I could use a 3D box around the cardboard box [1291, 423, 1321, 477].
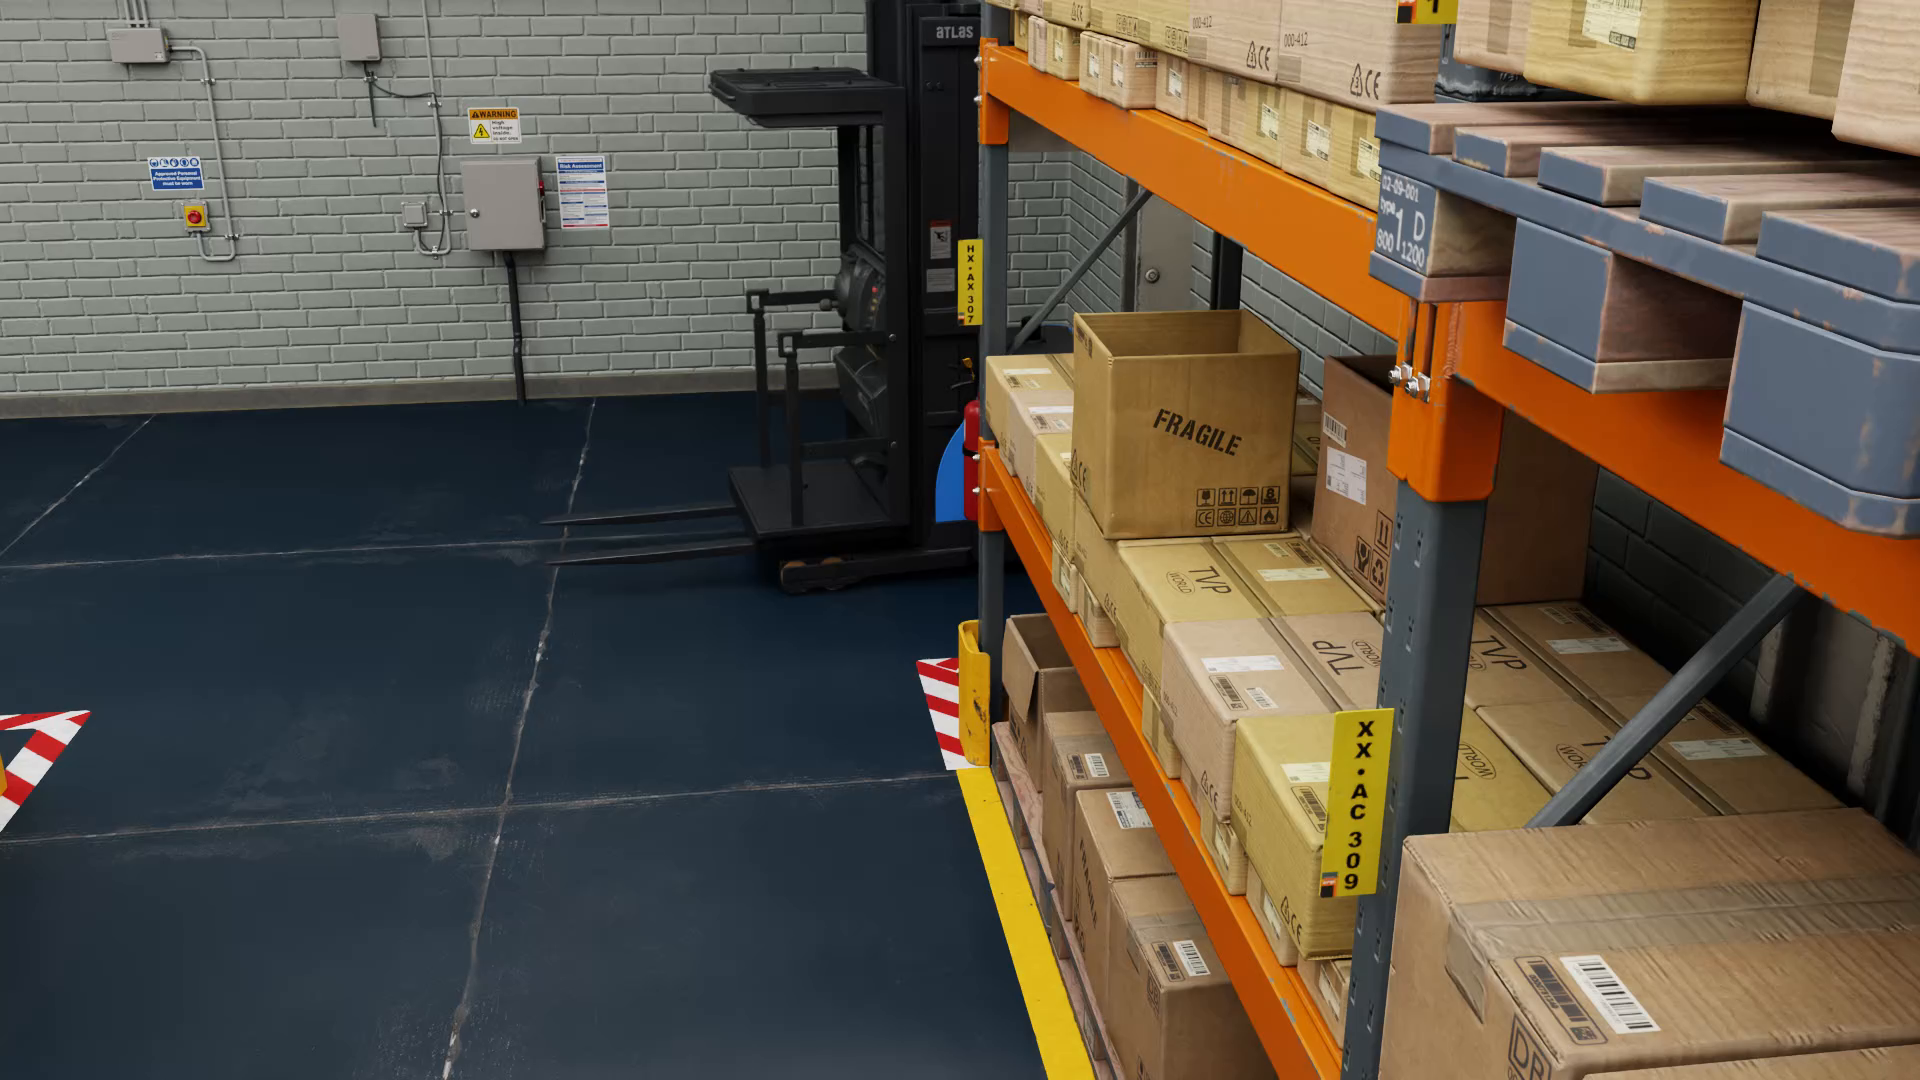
[{"bbox_3d":[1.048,-0.170,5.174,0.500,0.250,0.500,-2,21,-6],"label":"cardboard box"}]

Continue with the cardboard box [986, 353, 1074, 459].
[{"bbox_3d":[0.378,-0.496,6.046,0.500,0.250,0.500,-3,21,-7],"label":"cardboard box"}]

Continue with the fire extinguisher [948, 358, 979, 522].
[{"bbox_3d":[0.100,-0.414,6.681,0.296,0.674,0.183,-3,21,-8],"label":"fire extinguisher"}]

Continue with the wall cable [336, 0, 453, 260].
[{"bbox_3d":[-3.767,-2.848,11.103,0.588,1.984,0.122,-3,21,-8],"label":"wall cable"}]

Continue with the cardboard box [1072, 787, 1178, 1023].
[{"bbox_3d":[0.635,1.079,5.011,0.500,0.500,0.500,-3,21,-7],"label":"cardboard box"}]

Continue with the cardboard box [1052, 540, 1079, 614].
[{"bbox_3d":[0.491,0.097,5.030,0.380,0.149,0.250,-4,21,-9],"label":"cardboard box"}]

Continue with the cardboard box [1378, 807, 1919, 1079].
[{"bbox_3d":[1.004,0.723,2.251,0.700,0.500,0.500,-2,21,-6],"label":"cardboard box"}]

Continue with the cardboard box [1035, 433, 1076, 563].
[{"bbox_3d":[0.527,-0.146,5.109,0.500,0.250,0.500,-3,21,-9],"label":"cardboard box"}]

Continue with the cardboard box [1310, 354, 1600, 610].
[{"bbox_3d":[1.204,-0.162,4.080,0.500,0.500,0.500,-3,21,-9],"label":"cardboard box"}]

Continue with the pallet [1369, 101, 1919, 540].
[{"bbox_3d":[1.180,-0.300,1.714,1.213,0.211,1.003,-3,21,-8],"label":"pallet"}]

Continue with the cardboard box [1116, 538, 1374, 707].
[{"bbox_3d":[0.695,0.208,4.160,0.500,0.250,0.500,-3,21,-8],"label":"cardboard box"}]

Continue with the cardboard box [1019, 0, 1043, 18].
[{"bbox_3d":[0.466,-1.729,5.061,0.500,0.250,0.500,-3,21,-7],"label":"cardboard box"}]

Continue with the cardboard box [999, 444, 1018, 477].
[{"bbox_3d":[0.355,-0.352,6.231,0.380,0.149,0.250,-3,21,-8],"label":"cardboard box"}]

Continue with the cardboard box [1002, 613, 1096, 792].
[{"bbox_3d":[0.573,0.592,6.312,0.797,0.503,0.637,-4,21,-10],"label":"cardboard box"}]

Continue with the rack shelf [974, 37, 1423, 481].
[{"bbox_3d":[0.867,-0.973,4.275,1.077,0.370,4.000,-3,21,-8],"label":"rack shelf"}]

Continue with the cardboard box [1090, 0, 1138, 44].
[{"bbox_3d":[0.625,-1.374,4.109,0.500,0.250,0.500,-3,21,-9],"label":"cardboard box"}]

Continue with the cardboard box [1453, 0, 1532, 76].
[{"bbox_3d":[0.805,-0.620,1.918,0.380,0.149,0.250,-3,21,-7],"label":"cardboard box"}]

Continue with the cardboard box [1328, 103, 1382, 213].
[{"bbox_3d":[0.811,-0.610,2.633,0.380,0.149,0.250,-3,21,-8],"label":"cardboard box"}]

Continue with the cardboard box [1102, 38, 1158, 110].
[{"bbox_3d":[0.560,-1.141,4.056,0.380,0.149,0.250,-2,21,-7],"label":"cardboard box"}]

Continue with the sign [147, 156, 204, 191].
[{"bbox_3d":[-5.225,-2.442,11.082,0.327,0.218,0.001,-3,21,-8],"label":"sign"}]

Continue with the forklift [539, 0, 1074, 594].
[{"bbox_3d":[-0.698,-1.302,8.512,3.031,2.935,1.130,-6,21,-15],"label":"forklift"}]

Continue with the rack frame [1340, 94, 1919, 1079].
[{"bbox_3d":[1.155,0.788,2.820,1.000,3.000,0.127,-3,21,-8],"label":"rack frame"}]

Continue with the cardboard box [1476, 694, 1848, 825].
[{"bbox_3d":[1.351,0.533,3.290,0.500,0.250,0.500,-3,21,-8],"label":"cardboard box"}]

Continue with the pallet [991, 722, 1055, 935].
[{"bbox_3d":[0.706,1.011,6.207,1.003,0.211,1.213,-3,21,-8],"label":"pallet"}]

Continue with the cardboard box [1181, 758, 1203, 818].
[{"bbox_3d":[0.728,0.538,3.849,0.380,0.149,0.250,-2,21,-6],"label":"cardboard box"}]

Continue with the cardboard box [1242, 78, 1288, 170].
[{"bbox_3d":[0.749,-0.788,3.110,0.380,0.149,0.250,-2,21,-6],"label":"cardboard box"}]

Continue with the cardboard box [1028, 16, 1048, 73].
[{"bbox_3d":[0.413,-1.492,4.996,0.380,0.149,0.250,-2,21,-7],"label":"cardboard box"}]

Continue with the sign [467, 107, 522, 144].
[{"bbox_3d":[-3.153,-2.808,11.267,0.339,0.242,0.001,-3,21,-8],"label":"sign"}]

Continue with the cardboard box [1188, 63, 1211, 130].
[{"bbox_3d":[0.709,-0.967,3.591,0.380,0.149,0.250,-2,21,-6],"label":"cardboard box"}]

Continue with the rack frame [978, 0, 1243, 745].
[{"bbox_3d":[0.579,-0.597,6.528,1.000,3.000,0.127,-3,21,-8],"label":"rack frame"}]

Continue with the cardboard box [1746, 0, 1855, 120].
[{"bbox_3d":[0.941,-0.446,1.452,0.380,0.149,0.250,-3,21,-7],"label":"cardboard box"}]

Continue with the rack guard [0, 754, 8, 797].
[{"bbox_3d":[-4.336,0.817,6.314,1.175,0.500,0.348,-3,21,-8],"label":"rack guard"}]

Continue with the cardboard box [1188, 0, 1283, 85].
[{"bbox_3d":[0.753,-1.021,3.164,0.500,0.250,0.500,-4,21,-10],"label":"cardboard box"}]

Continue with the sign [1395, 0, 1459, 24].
[{"bbox_3d":[0.620,-0.830,2.125,0.100,0.325,0.005,-3,21,-8],"label":"sign"}]

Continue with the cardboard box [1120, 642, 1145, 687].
[{"bbox_3d":[0.655,0.272,4.559,0.380,0.149,0.250,-3,21,-8],"label":"cardboard box"}]

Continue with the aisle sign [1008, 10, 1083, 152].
[{"bbox_3d":[0.278,-1.824,6.097,0.394,0.787,0.004,-3,21,-8],"label":"aisle sign"}]

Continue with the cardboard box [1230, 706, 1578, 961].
[{"bbox_3d":[0.841,0.554,3.234,0.500,0.250,0.500,-2,21,-6],"label":"cardboard box"}]

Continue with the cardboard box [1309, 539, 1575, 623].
[{"bbox_3d":[1.200,0.181,4.233,0.500,0.250,0.500,-2,21,-7],"label":"cardboard box"}]

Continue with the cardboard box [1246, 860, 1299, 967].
[{"bbox_3d":[0.801,0.719,3.364,0.380,0.149,0.250,-2,21,-6],"label":"cardboard box"}]
